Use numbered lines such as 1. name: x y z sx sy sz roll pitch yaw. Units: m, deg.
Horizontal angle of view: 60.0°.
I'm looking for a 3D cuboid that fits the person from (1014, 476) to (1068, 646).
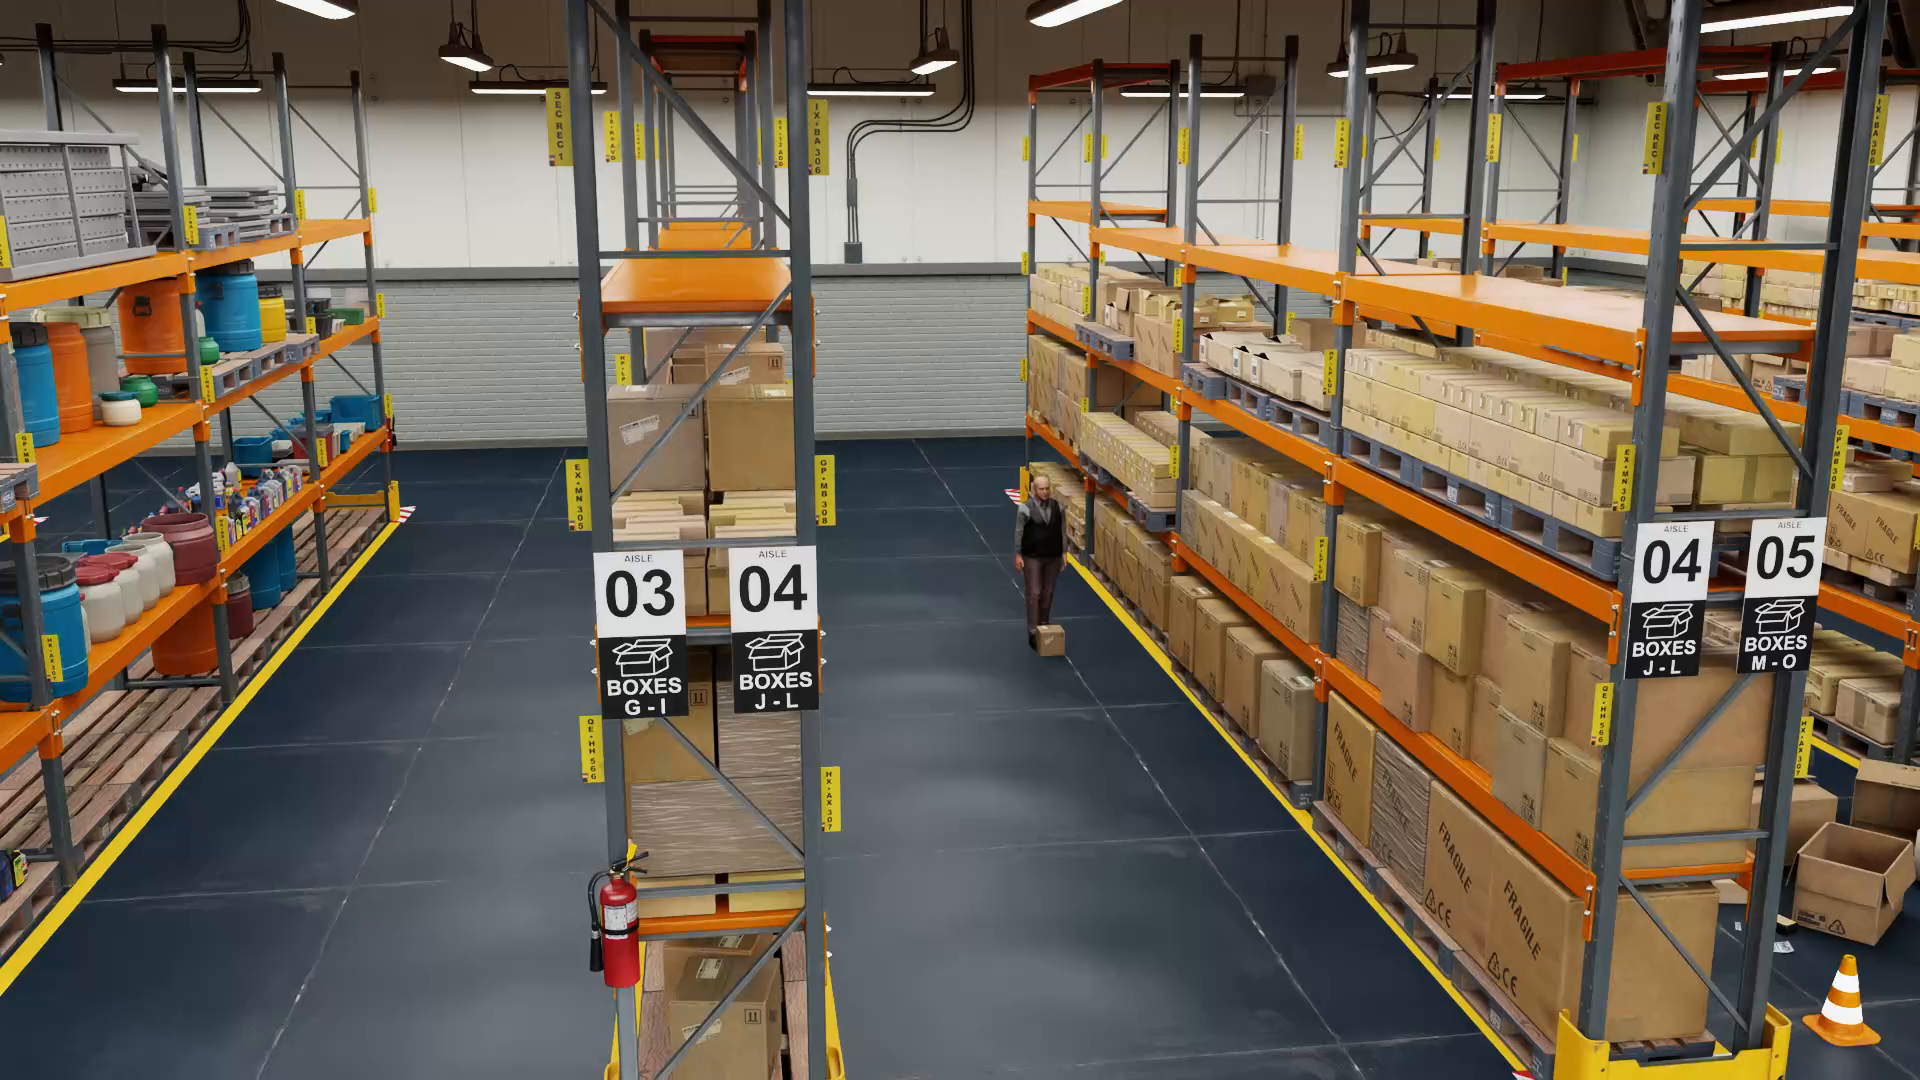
1. person: 0.887 0.208 17.101 0.563 1.718 0.626 -5 14 -20
